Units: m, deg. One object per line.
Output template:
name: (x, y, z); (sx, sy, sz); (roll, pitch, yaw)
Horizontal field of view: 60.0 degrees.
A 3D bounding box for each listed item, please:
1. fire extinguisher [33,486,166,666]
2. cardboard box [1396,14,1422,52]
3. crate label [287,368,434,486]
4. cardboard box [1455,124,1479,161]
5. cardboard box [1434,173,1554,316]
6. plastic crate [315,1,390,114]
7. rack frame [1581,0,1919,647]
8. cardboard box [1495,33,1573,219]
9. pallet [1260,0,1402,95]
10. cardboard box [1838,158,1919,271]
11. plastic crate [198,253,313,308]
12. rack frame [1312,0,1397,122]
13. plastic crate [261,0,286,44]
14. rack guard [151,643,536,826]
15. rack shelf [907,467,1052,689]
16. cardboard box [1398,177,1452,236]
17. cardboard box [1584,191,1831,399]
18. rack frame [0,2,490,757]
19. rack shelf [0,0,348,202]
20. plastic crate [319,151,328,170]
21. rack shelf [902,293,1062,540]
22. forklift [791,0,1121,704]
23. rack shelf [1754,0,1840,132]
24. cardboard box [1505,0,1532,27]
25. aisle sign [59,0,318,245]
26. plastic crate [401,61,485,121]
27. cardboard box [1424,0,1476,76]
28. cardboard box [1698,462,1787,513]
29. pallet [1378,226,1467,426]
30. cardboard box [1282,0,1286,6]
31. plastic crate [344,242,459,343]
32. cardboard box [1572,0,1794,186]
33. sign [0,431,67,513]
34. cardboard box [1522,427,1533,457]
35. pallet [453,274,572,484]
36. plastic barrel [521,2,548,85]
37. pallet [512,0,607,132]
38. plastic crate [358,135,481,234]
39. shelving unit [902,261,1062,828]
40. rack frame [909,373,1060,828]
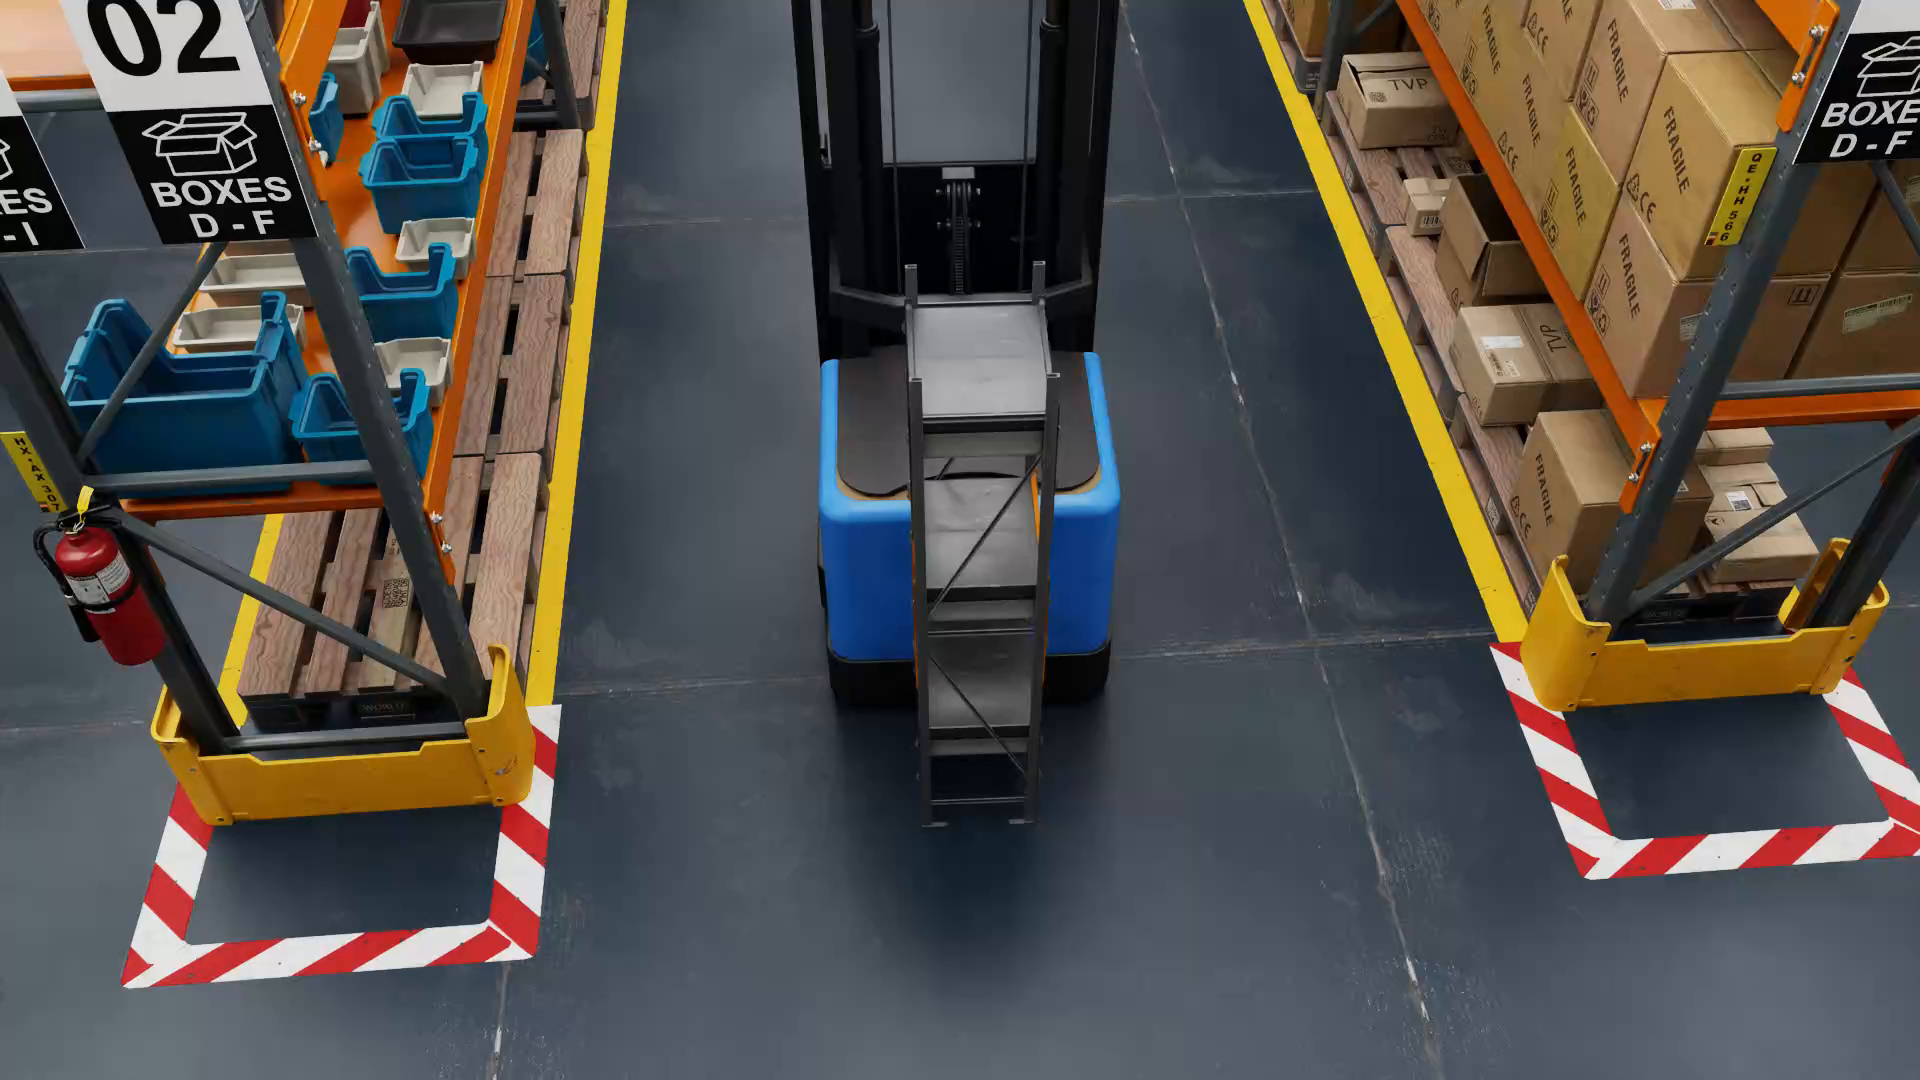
fire extinguisher: (-2.605, 0.105, 5.031); (0.296, 0.674, 0.183); (-3, 47, -3)
cardboard box: (2.639, -3.035, 9.114); (0.500, 0.500, 0.500); (-5, 47, -5)
crate label: (-1.857, -0.348, 5.224); (0.416, 0.233, 0.303); (-3, 47, -3)
cardboard box: (2.767, -2.275, 8.394); (0.500, 0.500, 0.500); (-3, 47, -3)
cardboard box: (2.599, -1.312, 7.480); (0.797, 0.503, 0.637); (-3, 47, -3)
plastic crate: (-2.555, -1.944, 6.702); (0.437, 0.282, 0.530); (-3, 47, -3)
rack frame: (2.772, -0.484, 5.279); (1.000, 3.000, 0.127); (-3, 47, -3)
cardboard box: (2.380, -1.563, 6.232); (0.500, 0.500, 0.500); (-3, 47, -3)
pallet: (2.331, -3.006, 9.588); (1.003, 0.211, 1.213); (-3, 47, -3)
cardboard box: (2.997, -1.200, 5.199); (0.500, 0.500, 0.500); (-2, 47, -2)
plastic crate: (-2.423, -0.906, 5.819); (0.396, 0.136, 0.243); (-3, 47, -3)
rack frame: (2.437, -3.378, 8.020); (1.000, 3.000, 0.127); (-3, 47, -3)
plastic crate: (-1.919, -1.468, 4.235); (0.497, 0.269, 0.590); (-3, 47, -3)
rack guard: (-2.149, 0.690, 5.889); (1.175, 0.500, 0.348); (-3, 47, -3)
rack shelf: (0.054, 0.124, 5.342); (0.431, 0.518, 0.480); (-2, 47, -2)
cardboard box: (2.339, -1.613, 7.997); (0.380, 0.166, 0.250); (-3, 47, -3)
cardboard box: (2.463, -0.826, 5.534); (0.500, 0.500, 0.500); (-2, 47, -2)
rack frame: (-2.164, -0.186, 4.997); (1.000, 3.000, 0.127); (-3, 47, -3)
rack shelf: (-2.332, -2.417, 5.539); (1.077, 0.370, 4.000); (-3, 47, -3)
plastic crate: (-2.514, -1.319, 6.210); (0.298, 0.136, 0.250); (-3, 47, -3)
rack shelf: (0.054, -0.358, 4.834); (0.431, 0.518, 0.480); (-2, 47, -2)
forklift: (-0.028, -1.459, 6.250); (1.130, 2.935, 3.031); (-2, 47, -2)
rack shelf: (2.604, -2.716, 5.822); (1.077, 0.370, 4.000); (-3, 47, -3)
cardboard box: (2.326, -2.280, 6.222); (0.500, 0.500, 0.500); (-2, 47, -2)
aisle sign: (-1.862, -1.046, 4.021); (0.394, 0.787, 0.004); (-3, 47, -3)
plastic crate: (-2.054, -1.768, 6.636); (0.293, 0.136, 0.466); (-3, 47, -3)
cardboard box: (2.294, -2.295, 6.925); (0.500, 0.500, 0.500); (-4, 47, -4)
cardboard box: (3.058, -0.166, 6.626); (0.380, 0.166, 0.250); (-3, 47, -3)
pallet: (2.599, -1.038, 7.724); (1.003, 0.211, 1.213); (-3, 47, -3)
cardboard box: (2.077, -3.368, 9.429); (0.500, 0.500, 0.500); (-3, 47, -3)
plastic crate: (-1.912, -0.824, 5.675); (0.416, 0.233, 0.300); (-3, 47, -3)
cardboard box: (2.417, -1.533, 5.515); (0.500, 0.500, 0.500); (-2, 47, -2)
sign: (-2.711, -0.197, 4.895); (0.100, 0.325, 0.005); (-3, 47, -3)
cardboard box: (2.537, -0.338, 6.789); (0.380, 0.166, 0.250); (-3, 47, -3)
pallet: (-2.294, -0.707, 7.411); (1.003, 0.211, 1.213); (-3, 47, -3)
plastic barrel: (-2.528, -2.898, 8.721); (0.600, 0.901, 0.708); (-3, 47, -3)
pallet: (-2.522, -2.682, 9.281); (1.003, 0.211, 1.213); (-3, 47, -3)
plastic crate: (-1.967, -1.300, 6.126); (0.416, 0.233, 0.300); (-3, 47, -3)
shelving unit: (0.054, 0.114, 5.332); (0.431, 2.100, 0.503); (-2, 47, -2)
rack frame: (0.065, 0.291, 5.164); (0.400, 2.100, 0.015); (-2, 47, -2)
